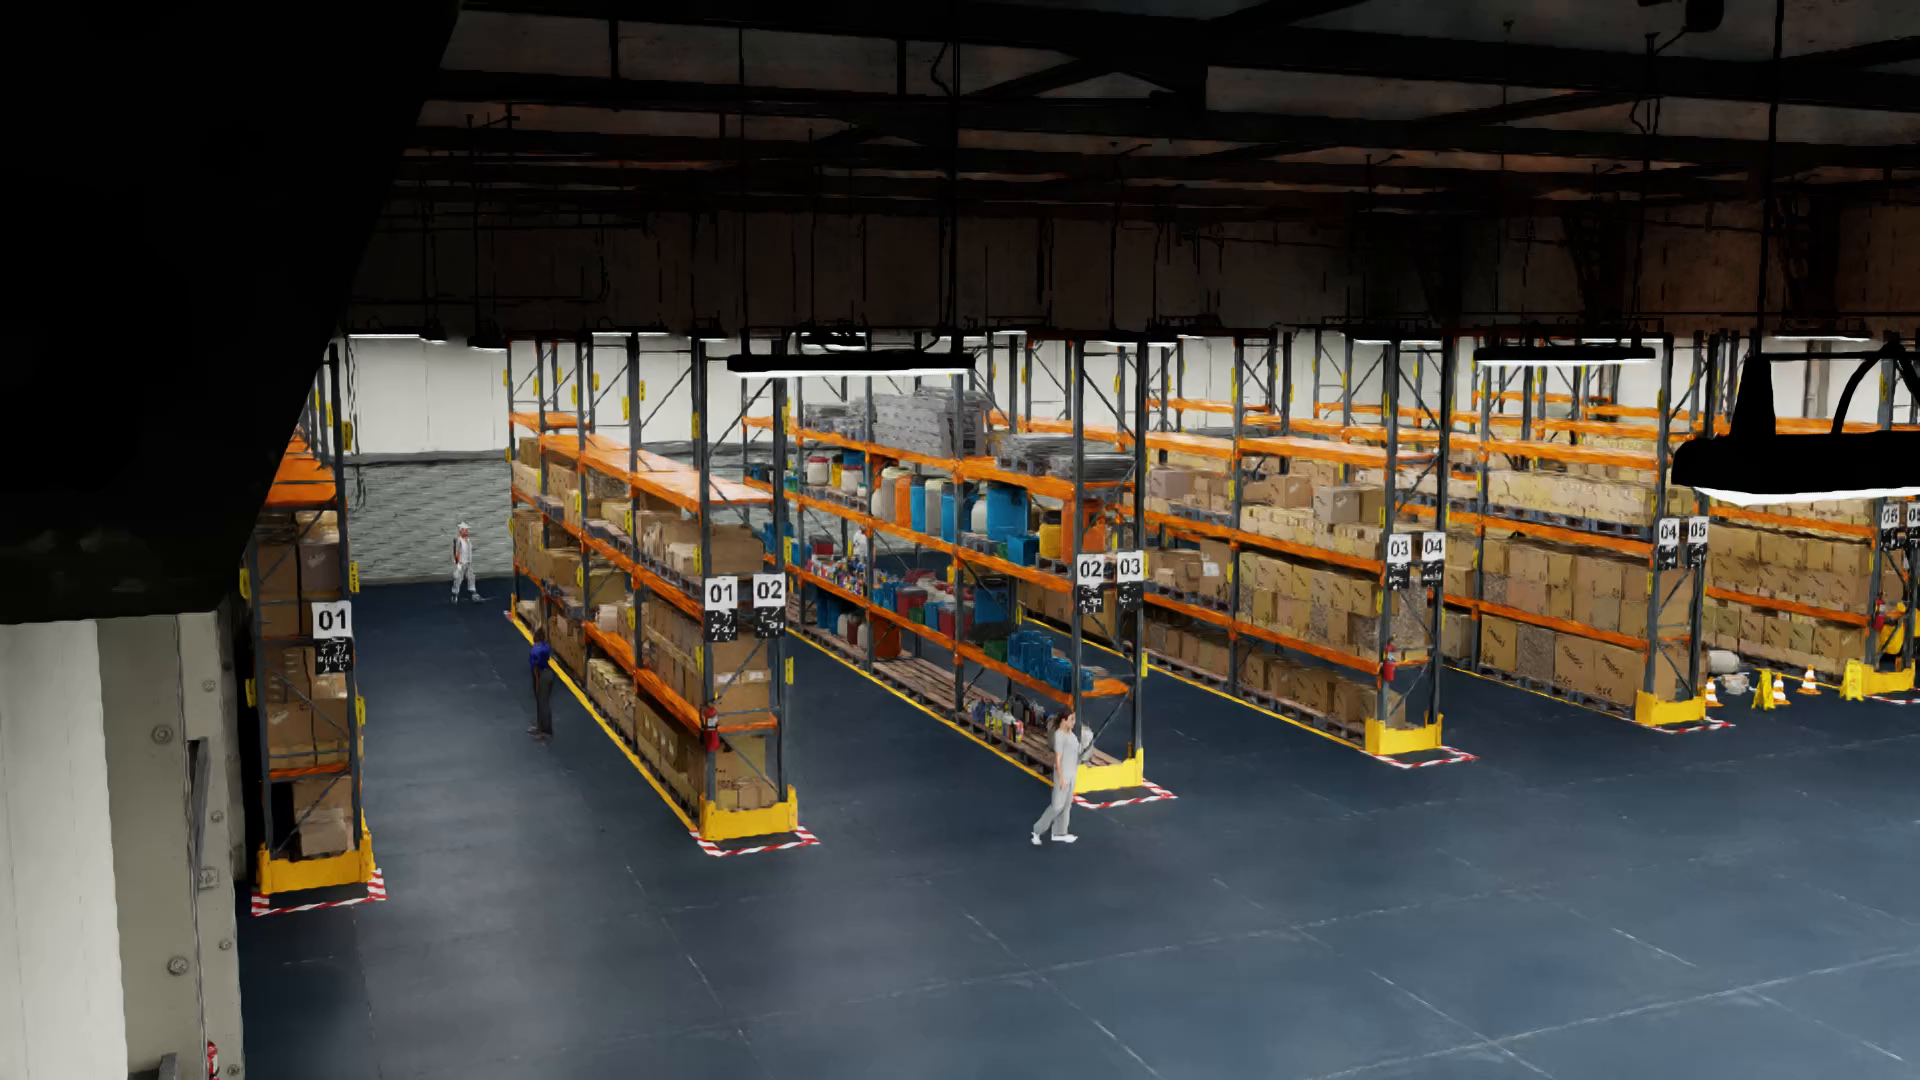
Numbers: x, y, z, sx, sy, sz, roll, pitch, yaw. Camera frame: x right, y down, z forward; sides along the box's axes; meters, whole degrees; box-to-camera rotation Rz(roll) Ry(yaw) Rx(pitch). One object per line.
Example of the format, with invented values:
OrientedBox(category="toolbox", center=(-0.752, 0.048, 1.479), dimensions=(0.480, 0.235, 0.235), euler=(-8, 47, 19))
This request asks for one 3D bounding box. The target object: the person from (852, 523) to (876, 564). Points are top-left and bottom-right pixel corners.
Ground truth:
OrientedBox(category="person", center=(-2.200, 0.345, 38.182), dimensions=(0.493, 1.600, 1.000), euler=(-3, 8, -24))

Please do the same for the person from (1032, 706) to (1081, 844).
OrientedBox(category="person", center=(1.137, 2.820, 19.847), dimensions=(0.497, 1.664, 0.642), euler=(4, 9, 25))

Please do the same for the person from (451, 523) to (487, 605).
OrientedBox(category="person", center=(-10.782, 0.506, 36.254), dimensions=(0.566, 1.780, 0.723), euler=(3, 8, 18))

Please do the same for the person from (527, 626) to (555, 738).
OrientedBox(category="person", center=(-6.320, 2.126, 24.953), dimensions=(0.467, 1.640, 0.497), euler=(1, 8, 8))
